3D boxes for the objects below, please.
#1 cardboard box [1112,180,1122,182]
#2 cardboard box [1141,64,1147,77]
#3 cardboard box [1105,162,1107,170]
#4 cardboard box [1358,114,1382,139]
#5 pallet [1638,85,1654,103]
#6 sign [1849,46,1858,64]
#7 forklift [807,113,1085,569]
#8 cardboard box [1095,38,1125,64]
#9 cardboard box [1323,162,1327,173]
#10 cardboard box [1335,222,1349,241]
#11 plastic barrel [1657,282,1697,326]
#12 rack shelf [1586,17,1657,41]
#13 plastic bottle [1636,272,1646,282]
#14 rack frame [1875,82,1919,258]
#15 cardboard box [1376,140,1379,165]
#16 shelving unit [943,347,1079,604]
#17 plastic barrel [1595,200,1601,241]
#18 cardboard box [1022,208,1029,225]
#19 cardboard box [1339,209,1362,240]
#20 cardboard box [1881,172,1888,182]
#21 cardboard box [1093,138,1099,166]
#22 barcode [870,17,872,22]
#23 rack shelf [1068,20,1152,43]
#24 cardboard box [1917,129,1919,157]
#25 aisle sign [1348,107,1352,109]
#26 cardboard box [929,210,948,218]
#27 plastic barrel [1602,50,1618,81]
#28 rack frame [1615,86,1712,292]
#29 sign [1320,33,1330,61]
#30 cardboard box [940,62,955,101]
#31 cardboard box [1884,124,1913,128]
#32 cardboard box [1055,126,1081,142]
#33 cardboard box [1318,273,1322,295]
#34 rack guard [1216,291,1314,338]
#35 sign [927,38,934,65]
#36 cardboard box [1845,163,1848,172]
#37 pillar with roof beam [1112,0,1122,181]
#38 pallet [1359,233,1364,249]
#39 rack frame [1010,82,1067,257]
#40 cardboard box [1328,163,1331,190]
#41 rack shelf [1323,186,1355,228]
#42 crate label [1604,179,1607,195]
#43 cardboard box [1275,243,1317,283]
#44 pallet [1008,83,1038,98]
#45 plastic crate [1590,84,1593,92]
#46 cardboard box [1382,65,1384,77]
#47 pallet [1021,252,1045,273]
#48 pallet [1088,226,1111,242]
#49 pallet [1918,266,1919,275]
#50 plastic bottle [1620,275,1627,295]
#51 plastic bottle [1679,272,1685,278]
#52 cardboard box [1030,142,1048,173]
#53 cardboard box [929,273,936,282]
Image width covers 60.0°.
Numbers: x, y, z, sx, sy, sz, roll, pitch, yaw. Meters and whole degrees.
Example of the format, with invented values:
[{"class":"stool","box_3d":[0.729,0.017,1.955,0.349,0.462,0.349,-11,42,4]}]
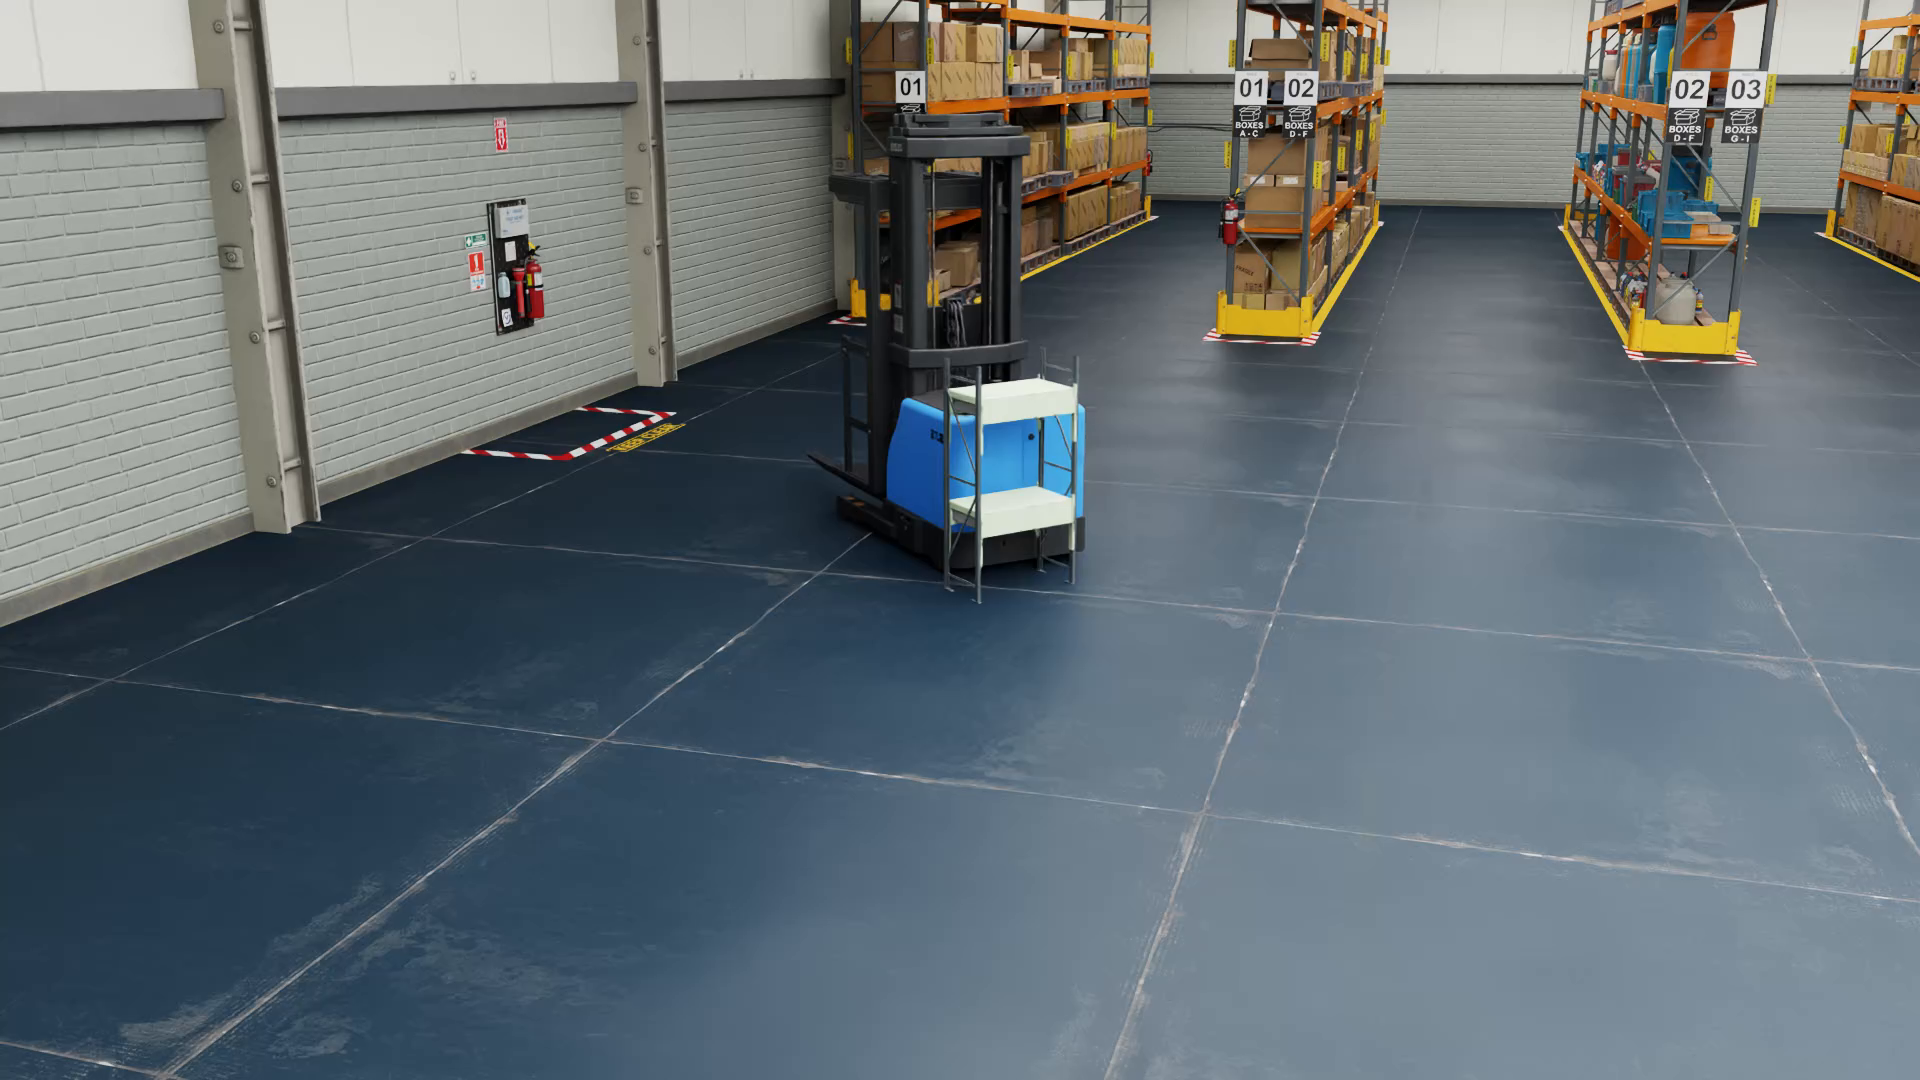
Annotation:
[{"class":"cardboard box","box_3d":[3.383,-7.796,36.442,0.380,0.149,0.250,5,17,16]},{"class":"cardboard box","box_3d":[3.689,-10.036,35.542,0.500,0.250,0.500,5,17,18]},{"class":"cardboard box","box_3d":[2.681,-7.359,32.703,0.380,0.149,0.250,5,17,16]},{"class":"cardboard box","box_3d":[8.530,-8.636,34.763,0.500,0.500,0.500,4,16,15]},{"class":"pallet","box_3d":[9.619,-5.876,21.897,1.213,0.211,1.003,5,16,16]},{"class":"sign","box_3d":[17.359,-9.422,32.305,0.100,0.325,0.005,5,16,16]},{"class":"forklift","box_3d":[-0.264,-1.574,12.007,1.130,2.935,3.031,-8,18,-26]},{"class":"cardboard box","box_3d":[2.977,-9.728,33.079,0.500,0.500,0.500,4,16,15]},{"class":"cardboard box","box_3d":[4.967,-5.244,23.449,0.380,0.149,0.250,4,16,14]},{"class":"cardboard box","box_3d":[6.207,-5.144,27.711,0.500,0.311,0.500,5,17,17]},{"class":"plastic barrel","box_3d":[8.708,-2.857,20.193,0.421,0.512,0.421,0,16,0]},{"class":"rack shelf","box_3d":[12.573,-9.684,31.531,1.077,0.370,4.000,5,16,16]},{"class":"plastic bottle","box_3d":[9.242,-3.467,22.604,0.144,0.351,0.185,5,16,16]},{"class":"rack frame","box_3d":[16.753,-6.429,28.998,1.000,3.000,0.127,5,16,16]},{"class":"cardboard box","box_3d":[8.382,-8.018,34.418,0.500,0.500,0.500,5,17,16]},{"class":"shelving unit","box_3d":[0.322,-0.420,10.560,0.755,1.500,0.431,-10,19,-31]},{"class":"plastic barrel","box_3d":[11.833,-5.864,30.084,0.600,0.901,0.708,5,16,16]},{"class":"cardboard box","box_3d":[0.851,-5.433,27.887,0.500,0.250,0.500,5,16,16]},{"class":"cardboard box","box_3d":[7.099,-5.796,30.541,0.500,0.500,0.500,5,17,17]},{"class":"cardboard box","box_3d":[16.526,-6.413,29.403,0.380,0.149,0.250,5,17,16]},{"class":"cardboard box","box_3d":[2.330,-7.377,31.574,0.500,0.500,0.500,5,16,16]},{"class":"barcode","box_3d":[-1.182,-6.927,22.142,0.001,0.075,0.075,5,16,16]},{"class":"rack shelf","box_3d":[3.074,-10.452,34.239,1.077,0.370,4.000,5,16,16]},{"class":"cardboard box","box_3d":[16.373,-6.613,27.626,0.797,0.503,0.637,5,17,16]},{"class":"aisle sign","box_3d":[8.131,-9.536,35.187,0.394,0.787,0.004,5,16,16]},{"class":"cardboard box","box_3d":[-0.461,-4.482,22.373,0.500,0.250,0.500,4,16,14]},{"class":"plastic barrel","box_3d":[11.614,-8.405,29.450,0.433,0.535,0.433,0,16,0]},{"class":"rack frame","box_3d":[9.731,-4.720,22.973,1.000,3.000,0.127,5,16,16]},{"class":"sign","box_3d":[4.376,-5.915,19.944,0.100,0.325,0.005,5,16,16]},{"class":"cardboard box","box_3d":[-0.383,-6.148,22.292,0.500,0.500,0.500,6,17,20]},{"class":"cardboard box","box_3d":[18.003,-7.759,32.043,0.500,0.500,0.500,5,17,17]},{"class":"cardboard box","box_3d":[1.897,-7.336,30.056,0.500,0.250,0.500,4,16,15]},{"class":"cardboard box","box_3d":[4.781,-3.584,23.237,0.500,0.250,0.500,5,16,16]},{"class":"rack guard","box_3d":[3.839,-2.850,20.960,1.175,0.500,0.348,5,16,16]},{"class":"sign","box_3d":[-0.384,-6.263,21.315,0.100,0.325,0.005,5,16,16]},{"class":"cardboard box","box_3d":[17.401,-7.220,32.247,0.380,0.149,0.250,4,16,15]},{"class":"pillar with roof beam","box_3d":[7.708,-11.953,37.481,9.100,9.000,0.400,5,16,16]},{"class":"pallet","box_3d":[7.061,-5.641,31.329,1.003,0.211,1.213,5,16,16]},{"class":"rack frame","box_3d":[1.369,-6.535,29.371,1.000,3.000,0.127,5,16,16]},{"class":"cardboard box","box_3d":[5.509,-5.622,25.969,0.500,0.500,0.500,5,16,16]},{"class":"rack shelf","box_3d":[5.551,-5.282,26.273,1.077,0.370,4.000,5,16,16]},{"class":"crate label","box_3d":[10.388,-5.605,26.399,0.303,0.233,0.416,5,16,16]},{"class":"cardboard box","box_3d":[4.482,-3.684,22.217,0.500,0.500,0.500,5,16,16]},{"class":"pallet","box_3d":[0.510,-6.994,25.838,1.213,0.211,1.003,5,16,16]},{"class":"plastic crate","box_3d":[12.001,-8.491,31.256,0.293,0.136,0.466,5,16,16]},{"class":"cardboard box","box_3d":[8.491,-9.702,34.398,0.500,0.250,0.500,5,16,16]},{"class":"pallet","box_3d":[0.797,-4.671,27.909,1.003,0.211,1.213,5,16,16]},{"class":"pallet","box_3d":[2.359,-6.032,32.708,1.003,0.211,1.213,5,16,16]},{"class":"pallet","box_3d":[15.913,-4.241,26.395,1.003,0.211,1.213,5,16,16]},{"class":"plastic bottle","box_3d":[9.154,-3.485,22.804,0.152,0.276,0.135,5,17,18]},{"class":"plastic bottle","box_3d":[9.824,-3.466,22.601,0.144,0.351,0.185,4,16,14]},{"class":"cardboard box","box_3d":[1.112,-6.522,28.338,0.700,0.500,0.500,3,16,11]},{"class":"cardboard box","box_3d":[-0.622,-3.534,22.912,0.500,0.311,0.500,3,16,10]}]
